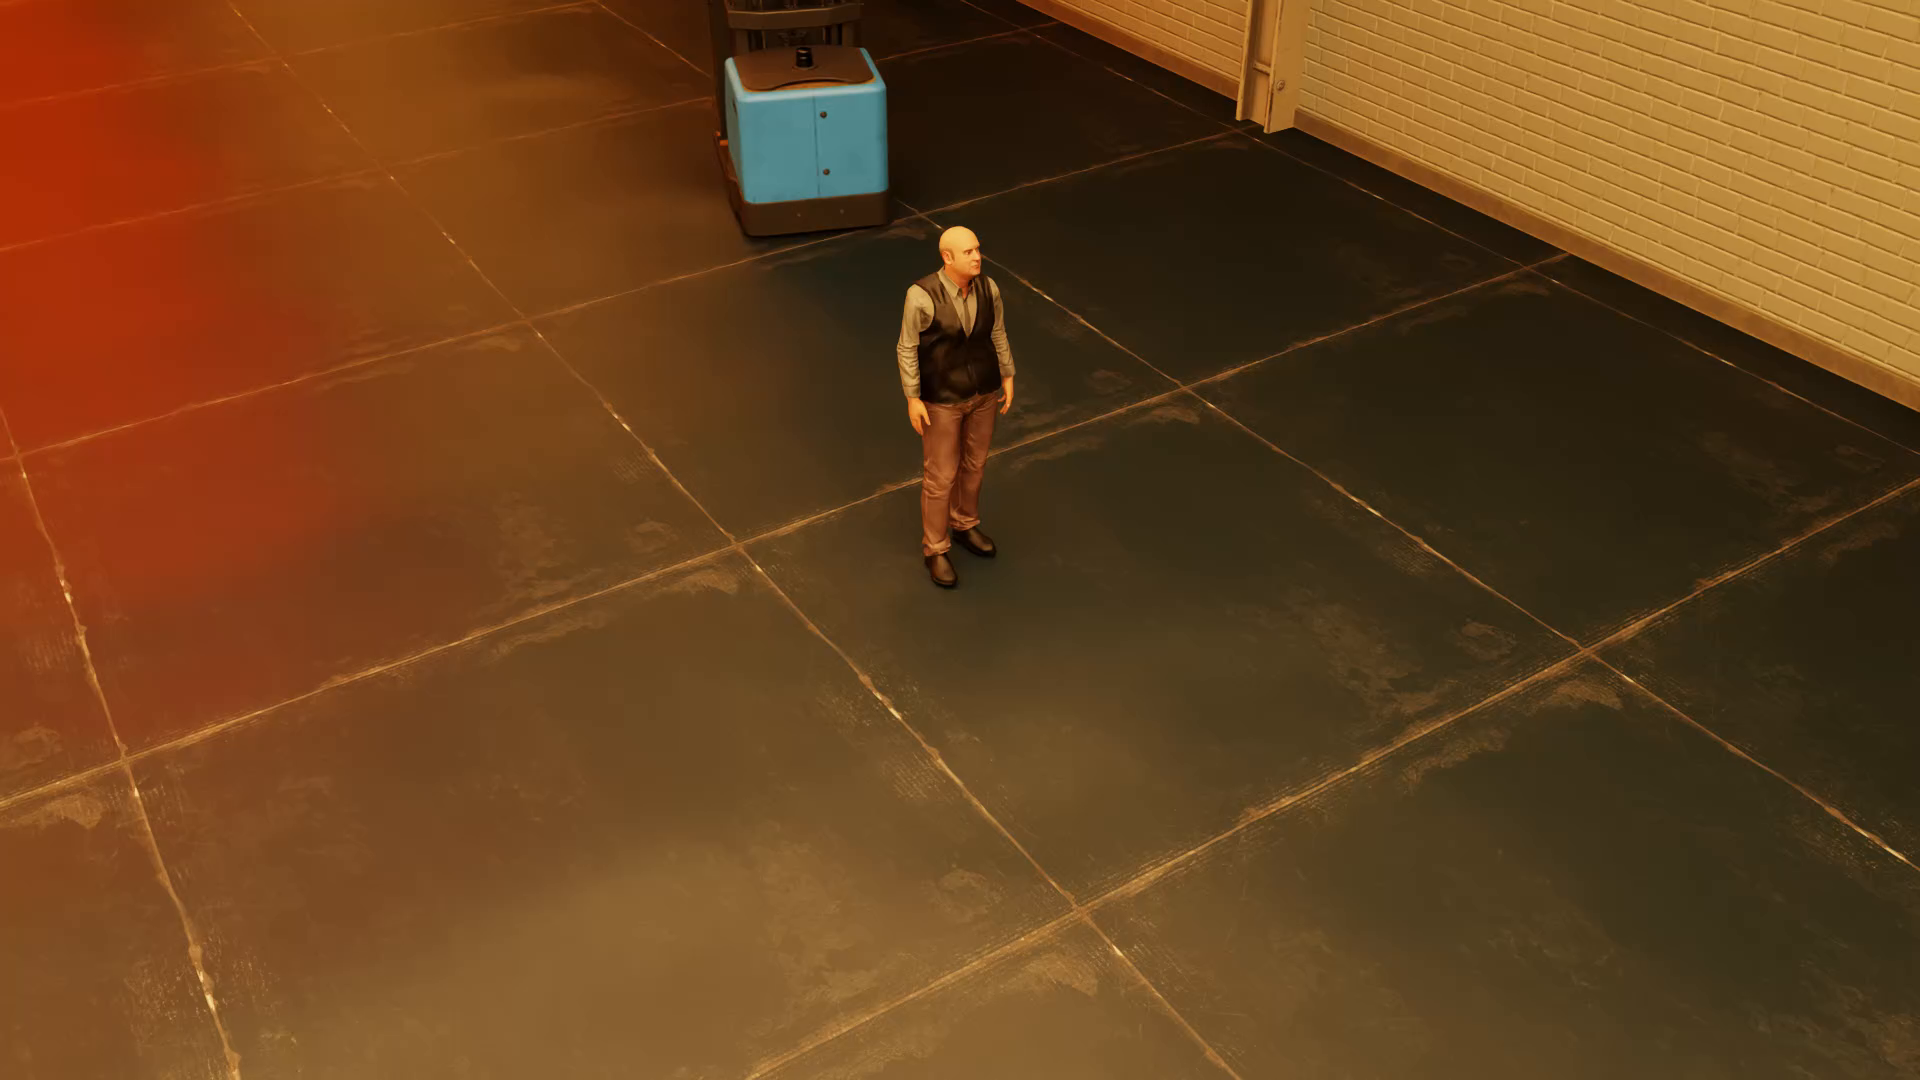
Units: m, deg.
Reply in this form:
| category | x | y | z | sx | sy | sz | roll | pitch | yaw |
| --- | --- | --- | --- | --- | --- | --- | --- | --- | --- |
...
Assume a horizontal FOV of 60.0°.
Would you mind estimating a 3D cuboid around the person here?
| category | x | y | z | sx | sy | sz | roll | pitch | yaw |
| --- | --- | --- | --- | --- | --- | --- | --- | --- | --- |
| person | 0.027 | -0.678 | 8.152 | 0.632 | 1.720 | 0.568 | -21 | 40 | -27 |

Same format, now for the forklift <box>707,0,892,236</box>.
| category | x | y | z | sx | sy | sz | roll | pitch | yaw |
| --- | --- | --- | --- | --- | --- | --- | --- | --- | --- |
| forklift | -1.312 | -4.158 | 12.066 | 1.130 | 2.935 | 3.031 | -8 | 36 | -11 |
